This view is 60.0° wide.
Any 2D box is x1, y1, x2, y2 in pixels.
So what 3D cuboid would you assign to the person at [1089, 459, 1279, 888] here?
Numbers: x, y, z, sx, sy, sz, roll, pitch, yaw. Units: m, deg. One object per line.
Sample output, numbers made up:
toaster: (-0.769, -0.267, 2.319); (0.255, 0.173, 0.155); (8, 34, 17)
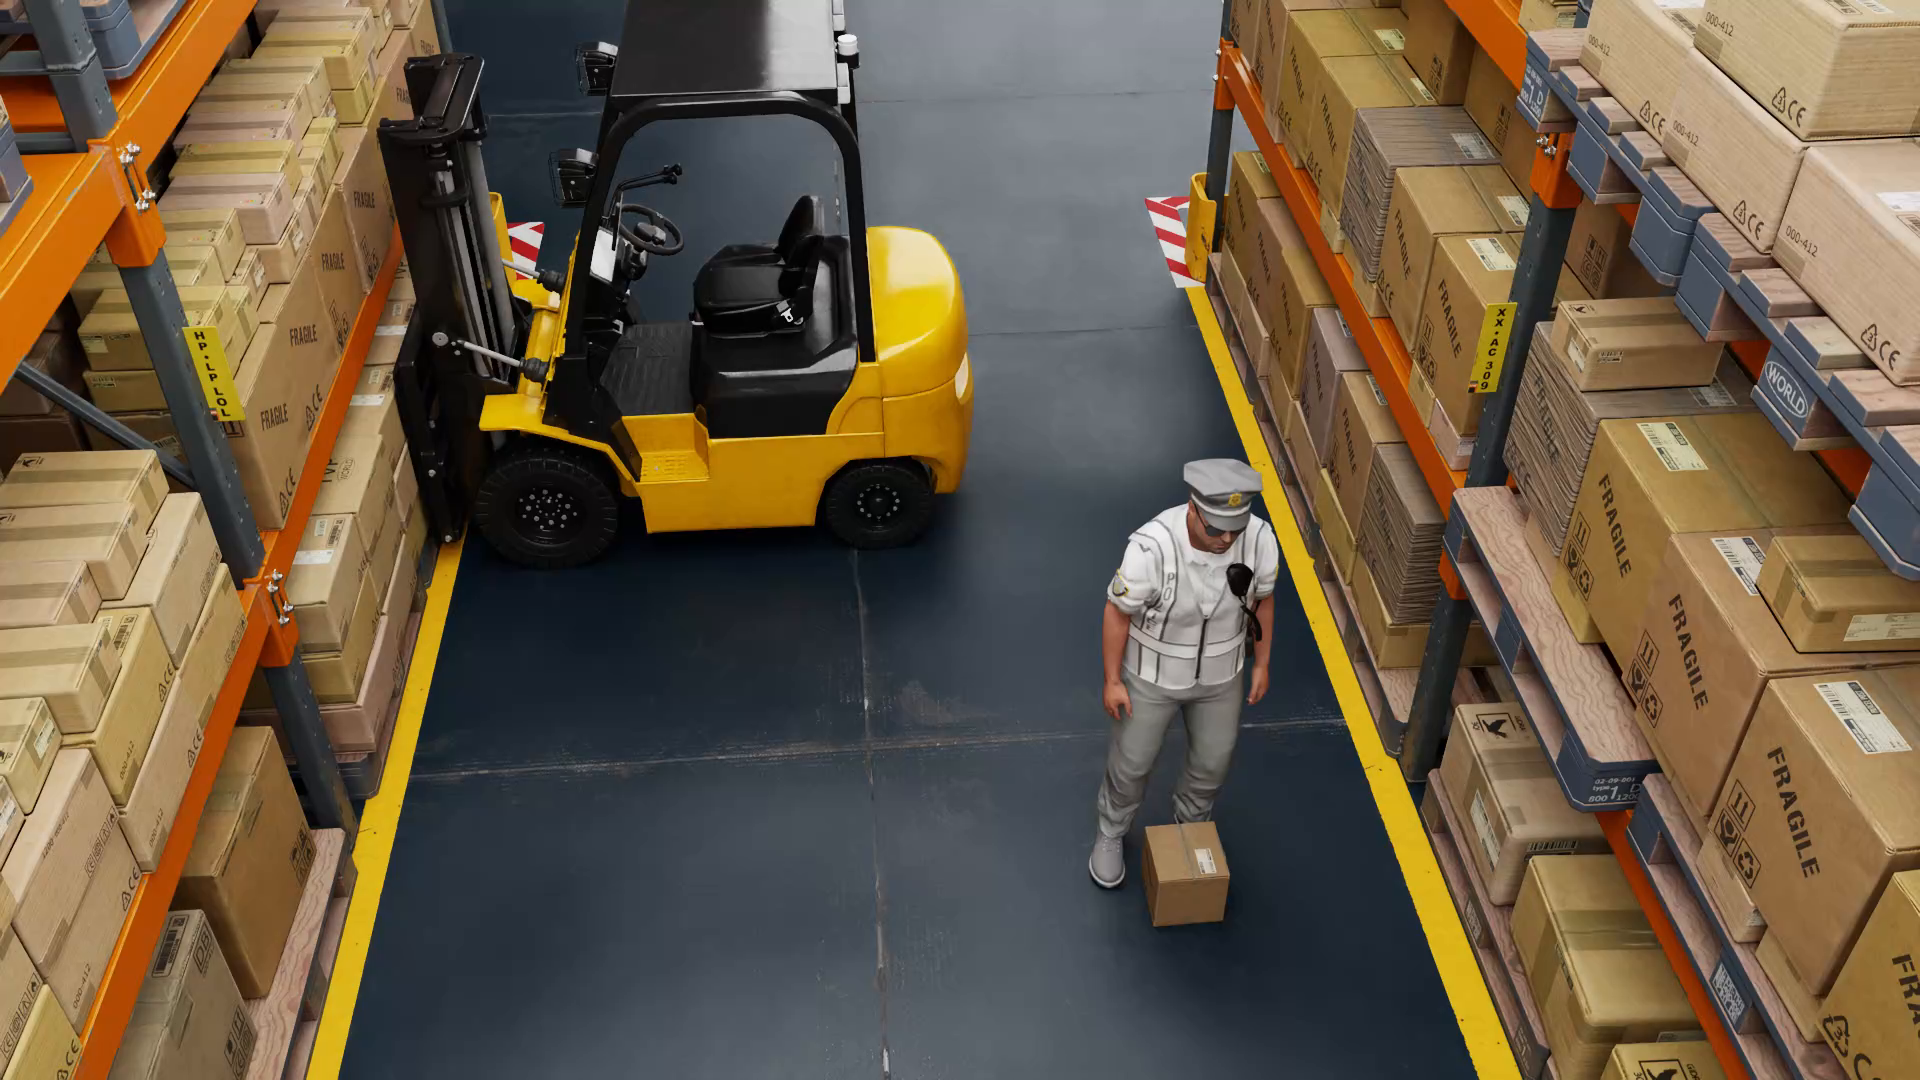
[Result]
person: (0.752, 0.425, 5.619); (0.608, 1.750, 0.433); (-6, 39, -7)
